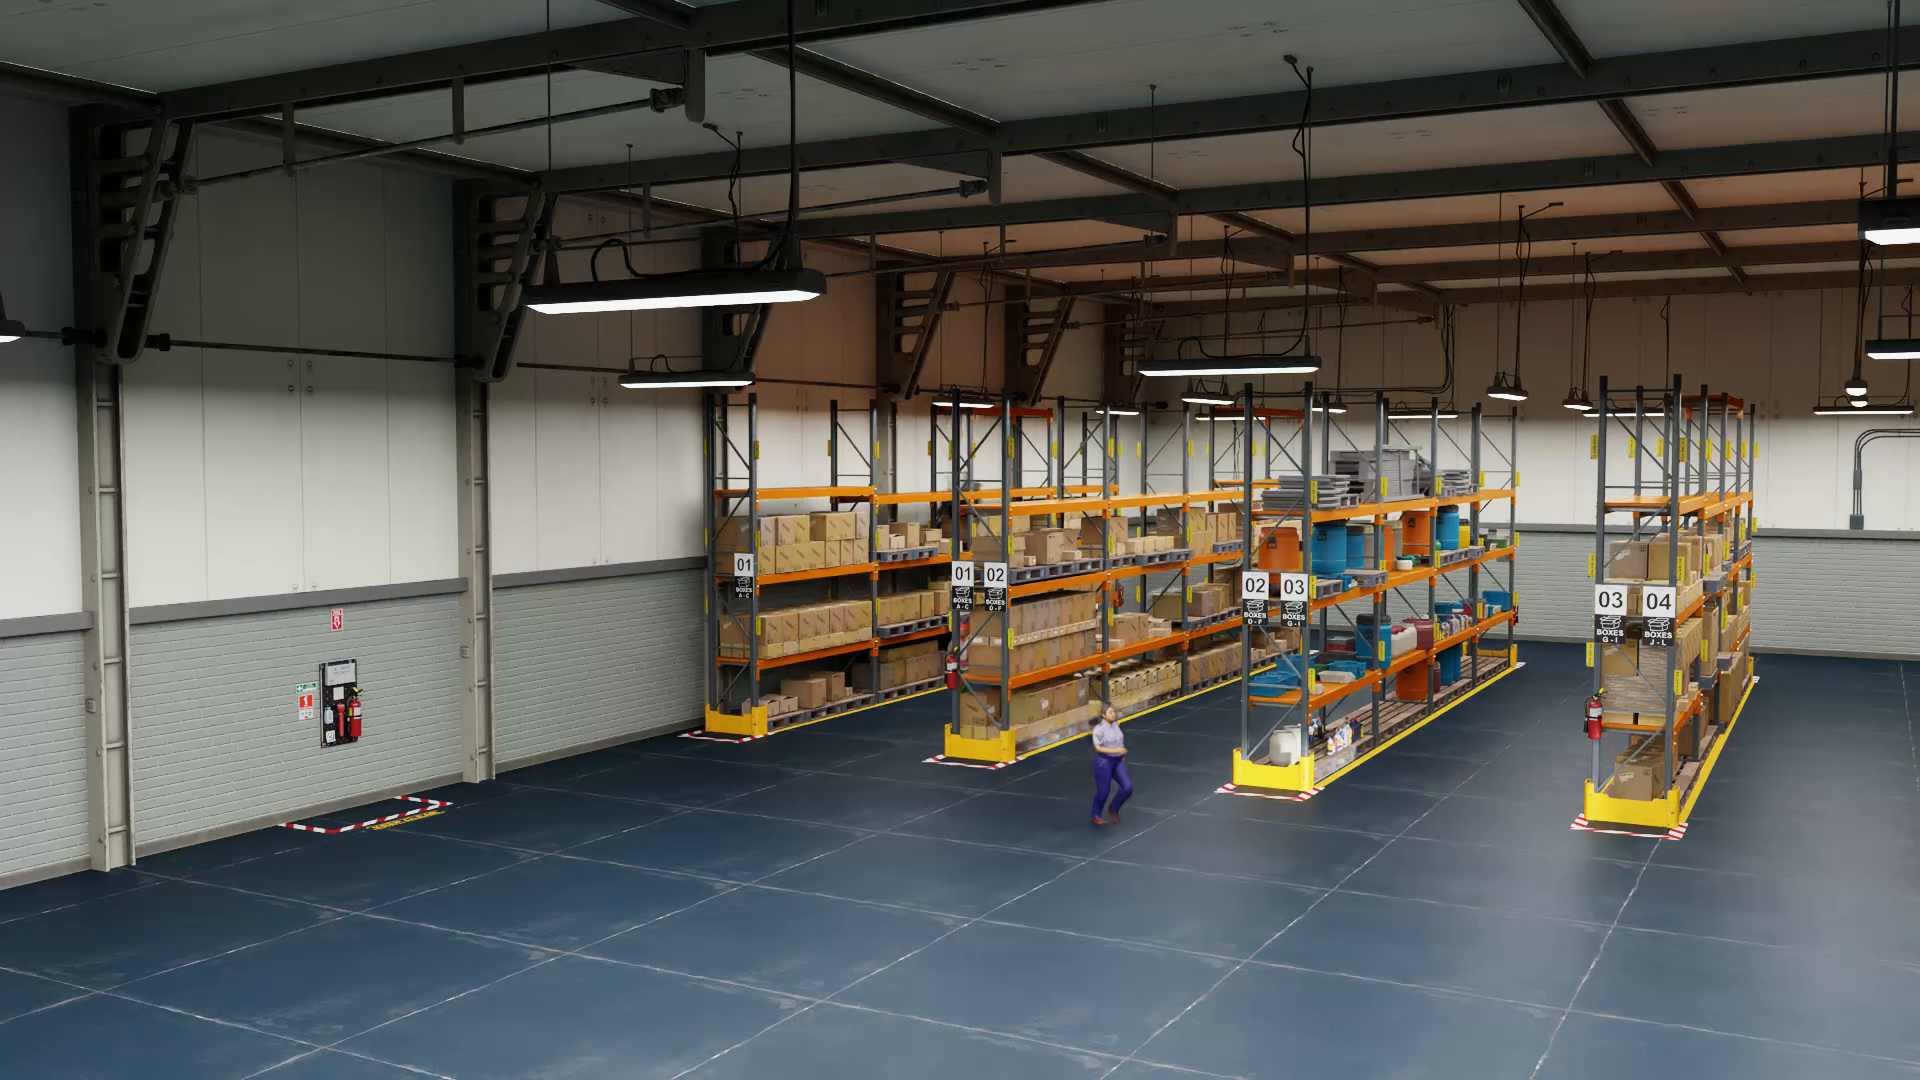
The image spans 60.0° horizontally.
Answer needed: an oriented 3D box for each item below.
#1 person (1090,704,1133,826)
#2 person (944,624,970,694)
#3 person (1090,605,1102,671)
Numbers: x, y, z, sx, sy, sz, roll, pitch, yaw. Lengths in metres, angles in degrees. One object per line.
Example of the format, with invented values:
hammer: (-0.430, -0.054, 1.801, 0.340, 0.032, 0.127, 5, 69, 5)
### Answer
person: (1.998, 2.997, 22.047, 0.579, 1.617, 0.643, -2, 4, -38)
person: (0.055, 2.451, 31.365, 0.670, 1.752, 0.611, 1, 3, 15)
person: (2.791, 2.225, 35.063, 0.586, 1.819, 0.868, 1, 3, 25)
